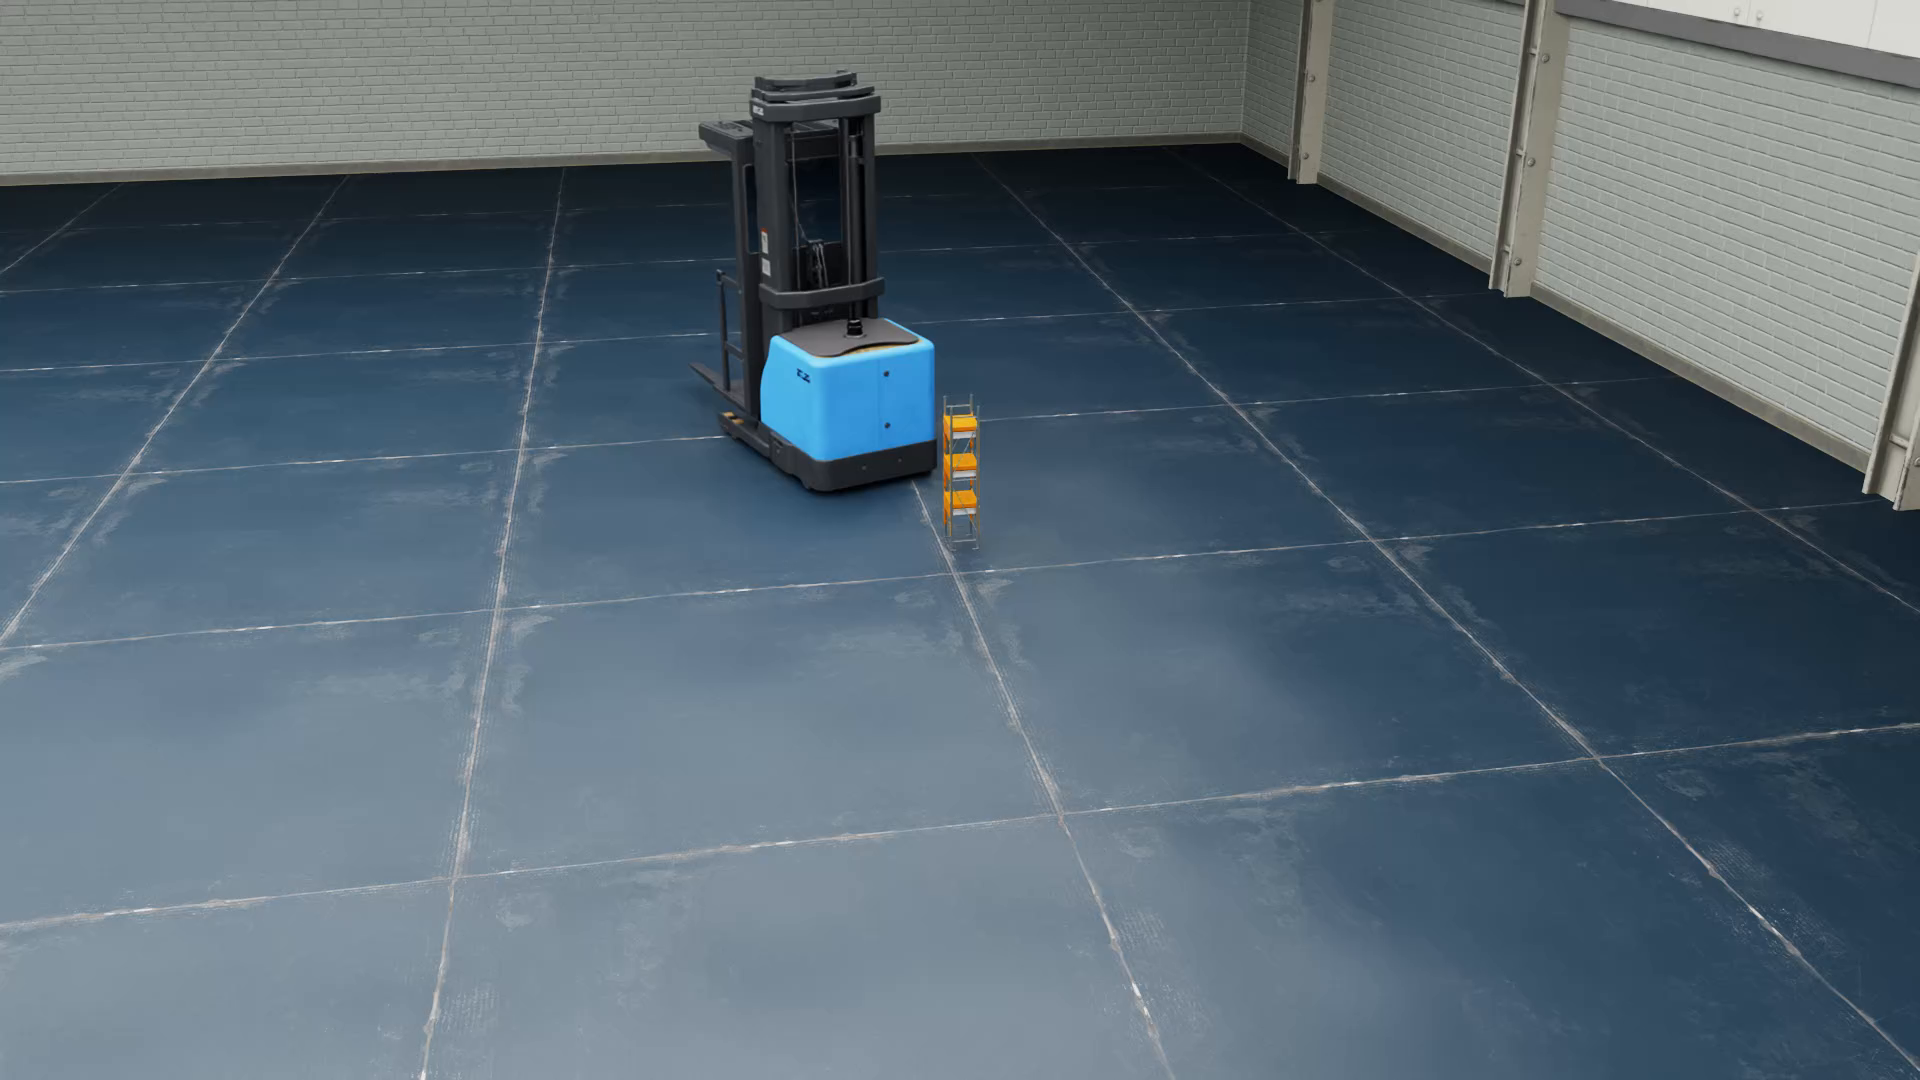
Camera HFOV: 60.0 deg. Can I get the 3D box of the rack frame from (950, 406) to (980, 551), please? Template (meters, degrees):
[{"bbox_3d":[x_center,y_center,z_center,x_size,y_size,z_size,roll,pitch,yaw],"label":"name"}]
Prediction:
[{"bbox_3d":[0.032,-0.412,11.382,0.200,1.050,0.008,-4,24,-10],"label":"rack frame"}]

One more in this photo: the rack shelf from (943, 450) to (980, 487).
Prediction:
[{"bbox_3d":[0.010,-0.450,11.496,0.215,0.259,0.240,-4,24,-10],"label":"rack shelf"}]

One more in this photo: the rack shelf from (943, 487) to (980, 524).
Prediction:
[{"bbox_3d":[0.010,-0.196,11.607,0.215,0.259,0.240,-4,24,-10],"label":"rack shelf"}]

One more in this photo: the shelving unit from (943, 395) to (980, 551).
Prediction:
[{"bbox_3d":[0.010,-0.460,11.492,0.215,1.050,0.252,-4,24,-10],"label":"shelving unit"}]

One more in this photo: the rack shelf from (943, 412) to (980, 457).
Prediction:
[{"bbox_3d":[0.010,-0.710,11.382,0.215,0.259,0.240,-4,24,-10],"label":"rack shelf"}]

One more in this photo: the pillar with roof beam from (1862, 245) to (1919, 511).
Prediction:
[{"bbox_3d":[2.785,-4.109,9.916,9.100,9.000,0.400,-4,24,-10],"label":"pillar with roof beam"}]

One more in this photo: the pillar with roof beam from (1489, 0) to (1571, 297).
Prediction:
[{"bbox_3d":[1.676,-6.469,15.319,9.100,9.000,0.400,-4,24,-10],"label":"pillar with roof beam"}]

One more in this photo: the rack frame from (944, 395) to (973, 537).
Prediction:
[{"bbox_3d":[-0.013,-0.508,11.602,0.200,1.050,0.008,-4,24,-10],"label":"rack frame"}]

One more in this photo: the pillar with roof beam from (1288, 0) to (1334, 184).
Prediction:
[{"bbox_3d":[0.566,-8.829,20.723,9.100,9.000,0.400,-4,24,-10],"label":"pillar with roof beam"}]

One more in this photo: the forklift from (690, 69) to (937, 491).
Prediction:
[{"bbox_3d":[-1.353,-2.254,13.249,1.130,2.935,3.031,-13,27,-27],"label":"forklift"}]
